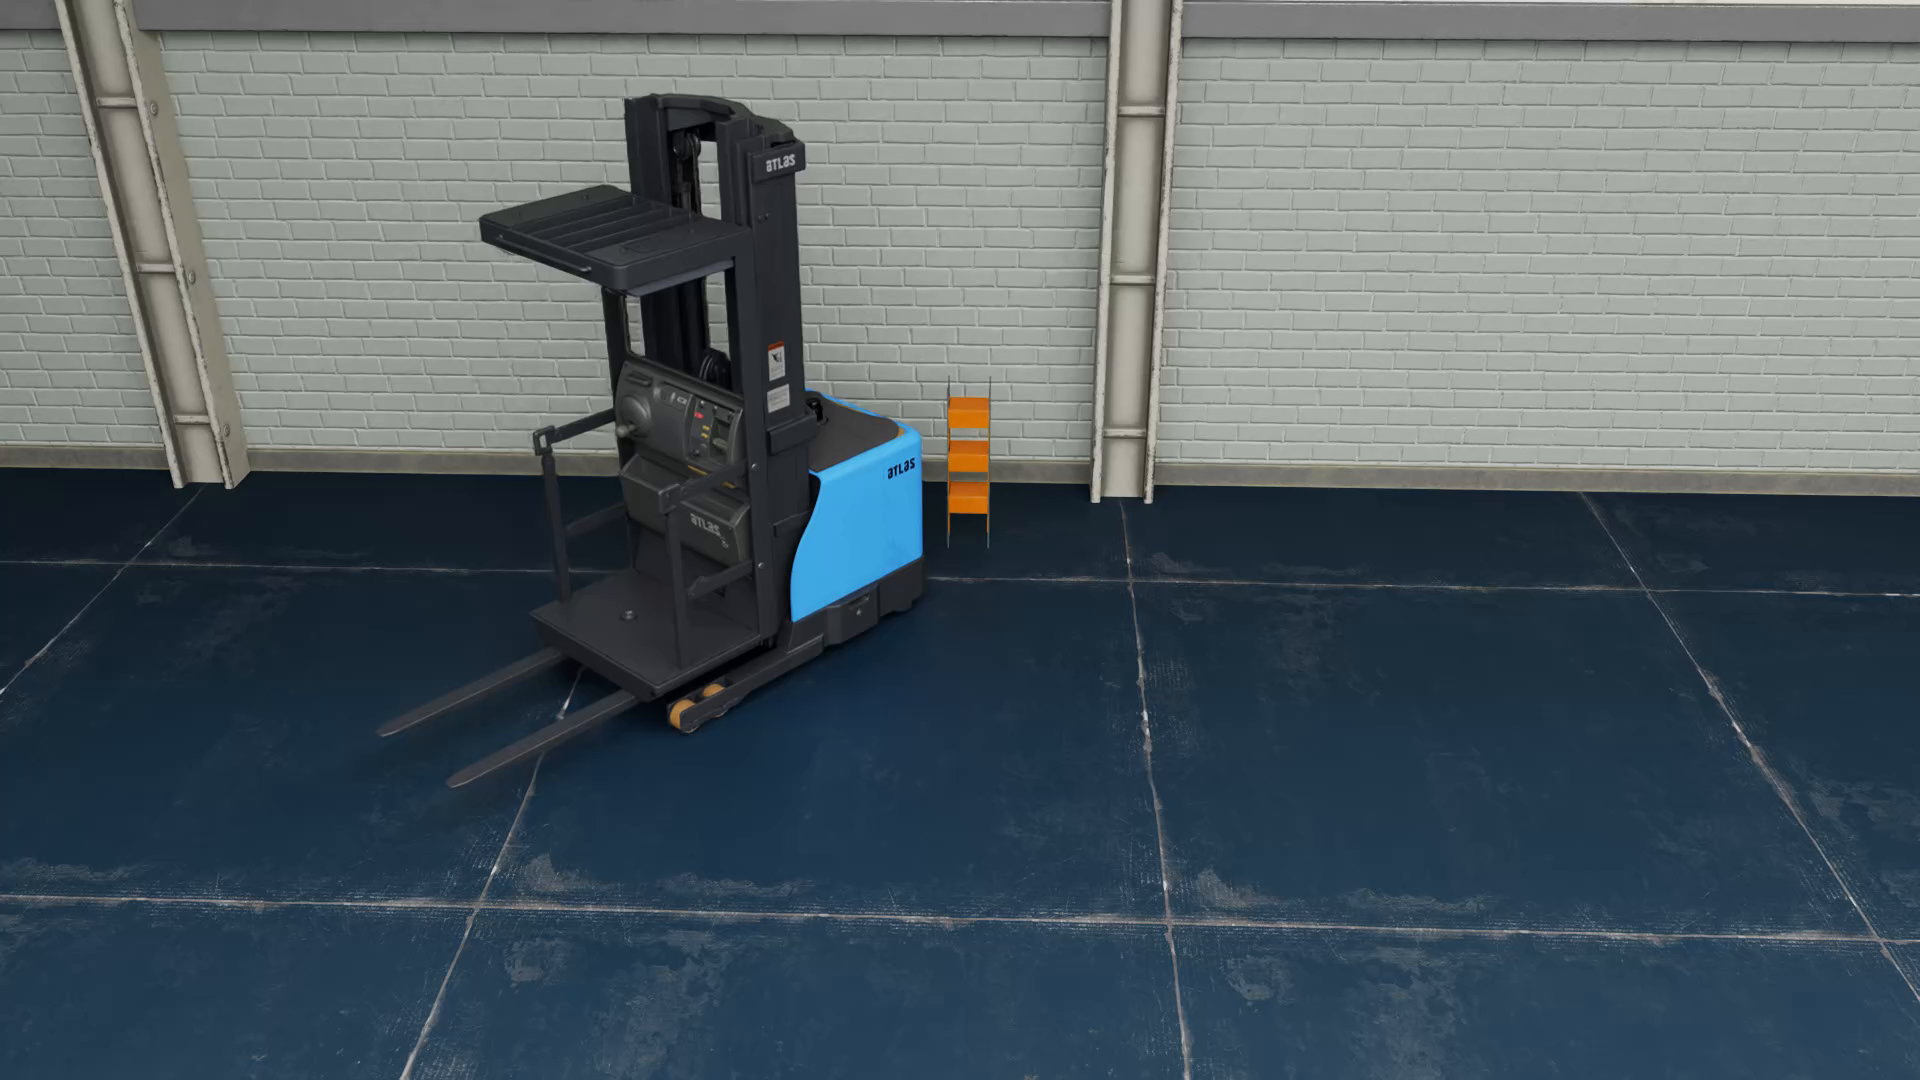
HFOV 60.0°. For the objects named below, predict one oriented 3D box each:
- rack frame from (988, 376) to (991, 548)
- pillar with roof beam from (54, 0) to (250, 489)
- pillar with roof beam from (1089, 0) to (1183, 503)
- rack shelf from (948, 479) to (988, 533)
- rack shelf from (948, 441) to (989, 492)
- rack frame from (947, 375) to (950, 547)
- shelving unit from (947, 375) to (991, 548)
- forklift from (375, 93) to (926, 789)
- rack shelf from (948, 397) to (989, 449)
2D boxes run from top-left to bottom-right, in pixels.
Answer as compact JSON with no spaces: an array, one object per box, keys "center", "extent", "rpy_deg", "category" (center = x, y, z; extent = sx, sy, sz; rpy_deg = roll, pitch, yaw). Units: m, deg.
[{"center":[0.175,-0.461,9.999],"extent":[0.008,1.050,0.200],"rpy_deg":[1,28,2],"category":"rack frame"},{"center":[-5.101,-2.372,5.116],"extent":[0.400,9.000,9.100],"rpy_deg":[1,28,2],"category":"pillar with roof beam"},{"center":[0.895,-2.272,4.929],"extent":[0.400,9.000,9.100],"rpy_deg":[1,28,2],"category":"pillar with roof beam"},{"center":[0.053,-0.208,10.138],"extent":[0.240,0.259,0.215],"rpy_deg":[1,28,2],"category":"rack shelf"},{"center":[0.053,-0.454,10.007],"extent":[0.240,0.259,0.215],"rpy_deg":[1,28,2],"category":"rack shelf"},{"center":[-0.068,-0.465,10.006],"extent":[0.008,1.050,0.200],"rpy_deg":[1,28,2],"category":"rack frame"},{"center":[0.053,-0.463,10.002],"extent":[0.252,1.050,0.215],"rpy_deg":[1,28,2],"category":"shelving unit"},{"center":[-1.560,-0.589,8.232],"extent":[1.130,2.935,3.031],"rpy_deg":[23,36,36],"category":"forklift"},{"center":[0.053,-0.704,9.874],"extent":[0.240,0.259,0.215],"rpy_deg":[1,28,2],"category":"rack shelf"}]
